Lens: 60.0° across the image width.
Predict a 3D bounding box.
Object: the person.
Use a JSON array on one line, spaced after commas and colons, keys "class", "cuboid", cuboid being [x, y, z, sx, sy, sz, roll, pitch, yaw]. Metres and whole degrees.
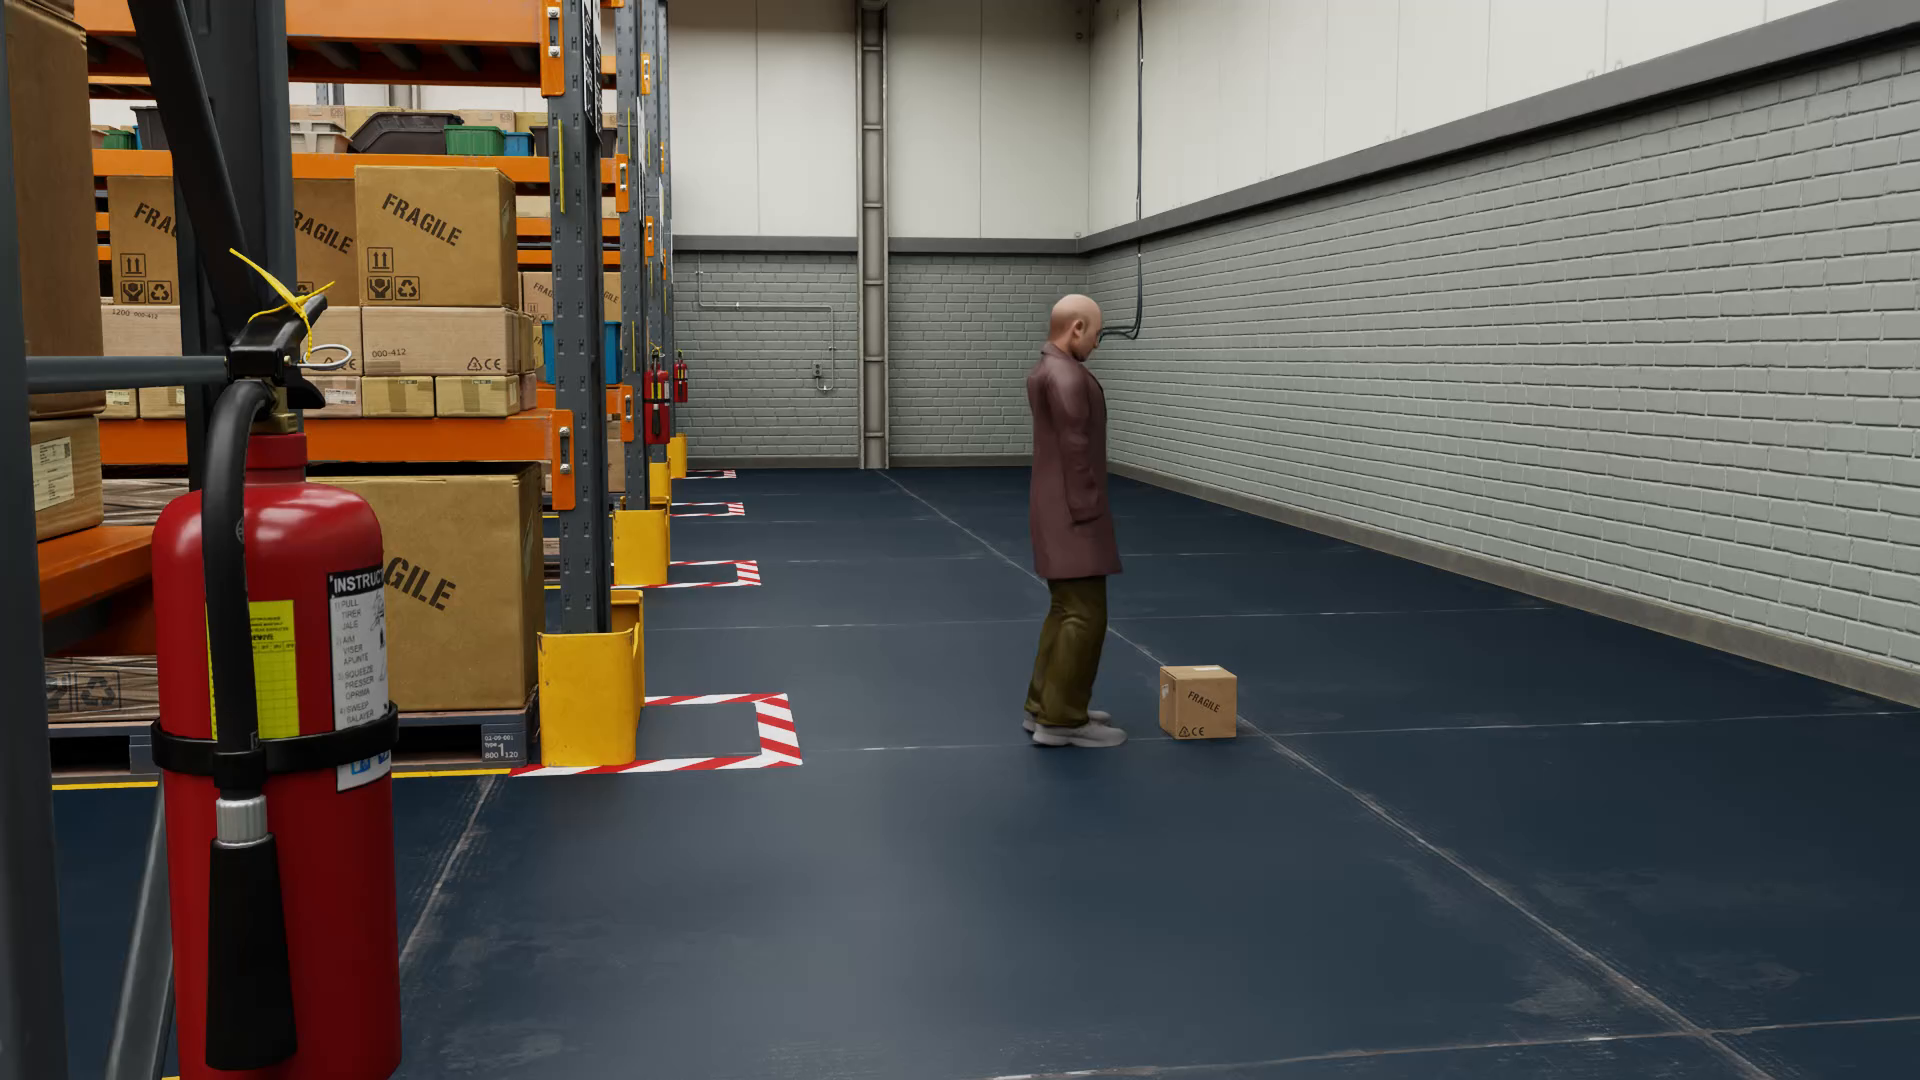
[{"class": "person", "cuboid": [0.453, -0.083, 6.625, 0.379, 1.773, 0.565, -1, 6, -8]}]
